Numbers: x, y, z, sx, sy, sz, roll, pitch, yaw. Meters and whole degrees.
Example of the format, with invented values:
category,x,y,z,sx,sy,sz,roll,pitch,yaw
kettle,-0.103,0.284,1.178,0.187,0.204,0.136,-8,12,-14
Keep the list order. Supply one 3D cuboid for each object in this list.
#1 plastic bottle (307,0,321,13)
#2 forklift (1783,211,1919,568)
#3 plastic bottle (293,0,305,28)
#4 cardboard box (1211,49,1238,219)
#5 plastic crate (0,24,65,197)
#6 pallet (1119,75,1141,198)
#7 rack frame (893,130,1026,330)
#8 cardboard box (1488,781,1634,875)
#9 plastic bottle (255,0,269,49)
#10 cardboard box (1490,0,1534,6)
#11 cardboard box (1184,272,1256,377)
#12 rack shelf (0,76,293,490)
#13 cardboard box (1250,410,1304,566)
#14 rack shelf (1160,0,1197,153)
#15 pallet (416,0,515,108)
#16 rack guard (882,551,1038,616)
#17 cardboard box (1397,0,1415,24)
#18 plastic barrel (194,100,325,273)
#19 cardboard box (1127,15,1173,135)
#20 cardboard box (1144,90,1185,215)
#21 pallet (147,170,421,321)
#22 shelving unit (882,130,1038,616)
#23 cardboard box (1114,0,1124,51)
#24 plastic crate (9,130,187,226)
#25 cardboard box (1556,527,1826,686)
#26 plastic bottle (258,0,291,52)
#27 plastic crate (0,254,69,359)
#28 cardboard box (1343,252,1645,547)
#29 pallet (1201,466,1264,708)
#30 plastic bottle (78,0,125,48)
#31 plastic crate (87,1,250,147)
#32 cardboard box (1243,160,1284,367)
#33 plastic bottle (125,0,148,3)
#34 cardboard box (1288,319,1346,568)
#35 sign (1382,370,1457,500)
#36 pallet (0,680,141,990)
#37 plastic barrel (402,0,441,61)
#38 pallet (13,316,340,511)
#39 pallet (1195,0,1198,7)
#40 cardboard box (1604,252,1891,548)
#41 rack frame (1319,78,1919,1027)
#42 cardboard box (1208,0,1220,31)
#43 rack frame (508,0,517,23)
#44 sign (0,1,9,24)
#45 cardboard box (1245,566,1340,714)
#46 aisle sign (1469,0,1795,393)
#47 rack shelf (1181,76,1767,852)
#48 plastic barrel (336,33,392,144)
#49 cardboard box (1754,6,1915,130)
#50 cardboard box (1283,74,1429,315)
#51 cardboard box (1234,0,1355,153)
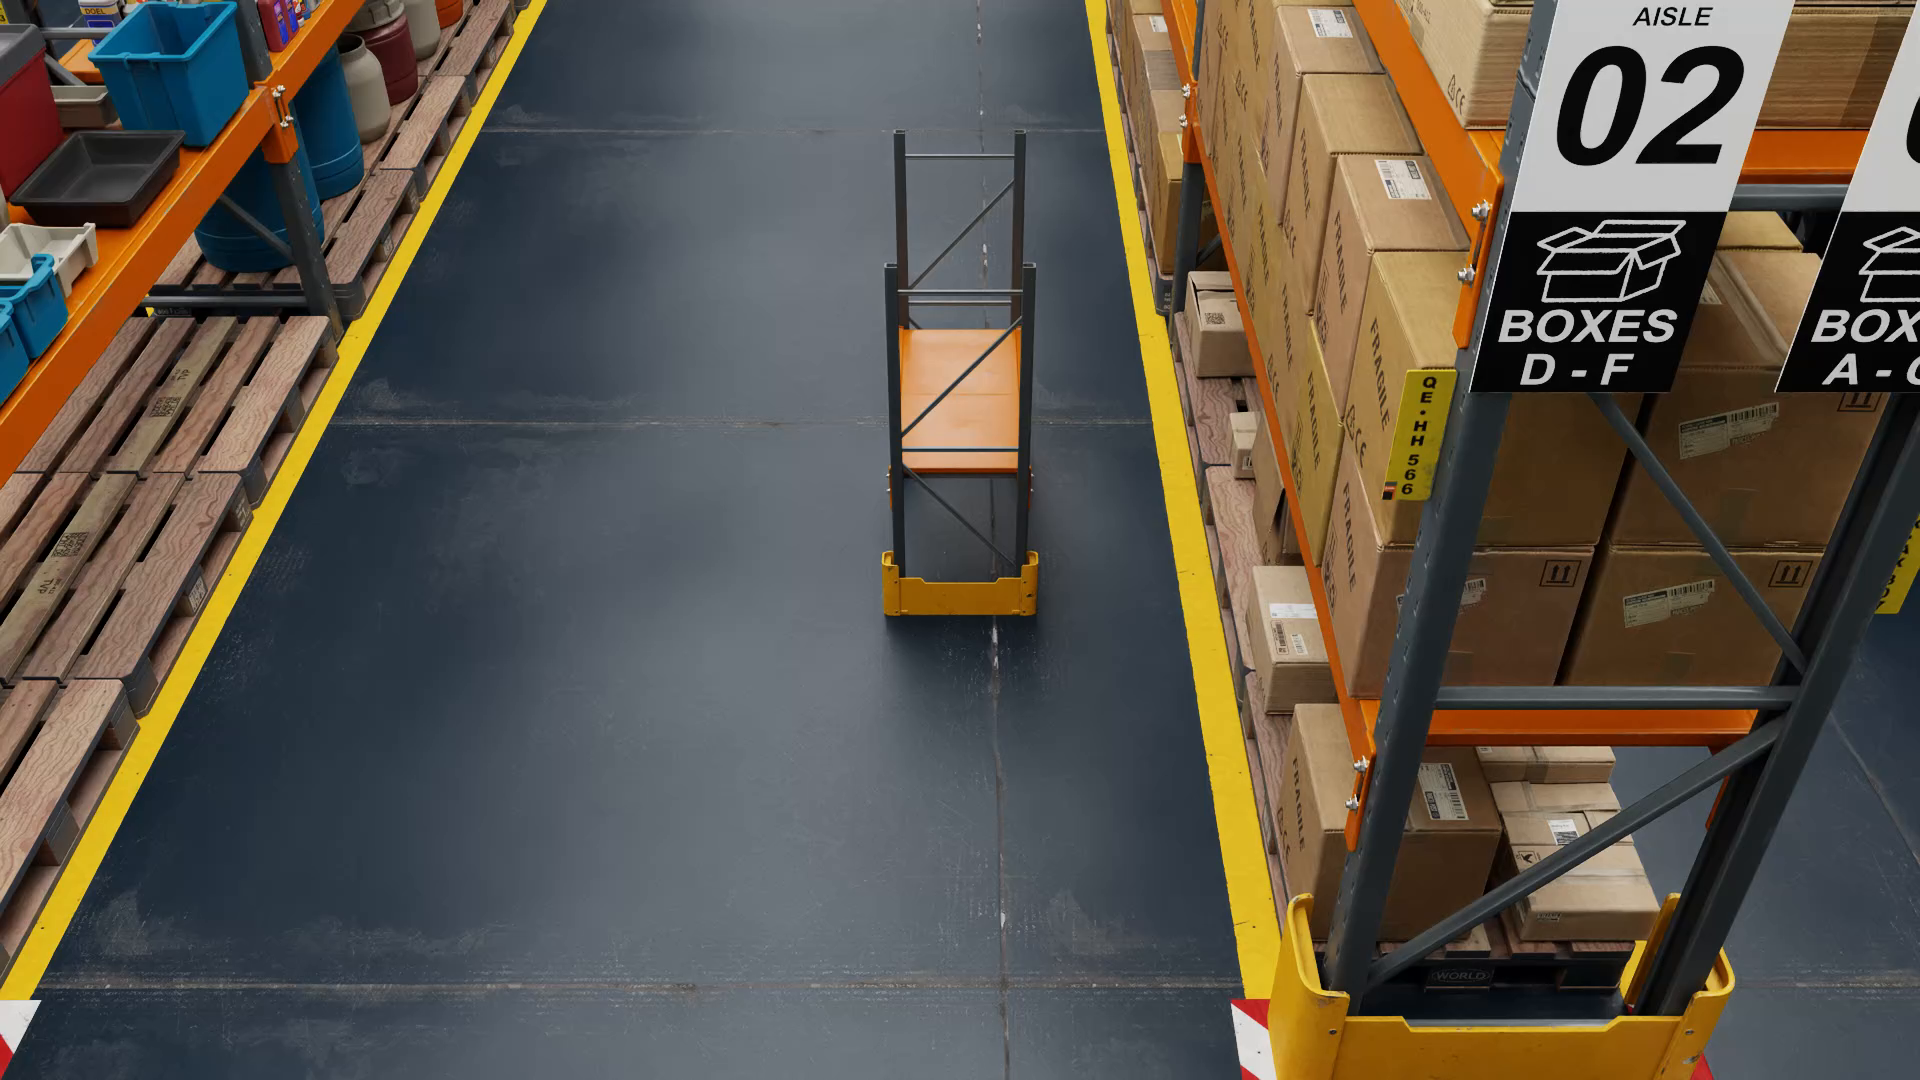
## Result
category,x,y,z,sx,sy,sz,roll,pitch,yaw
plastic bottle,-3.076,-2.596,7.690,0.152,0.276,0.135,0,39,0
forklift,4.210,-1.878,6.750,1.130,2.935,3.031,11,40,13
plastic bottle,-3.048,-2.434,7.547,0.097,0.201,0.097,0,39,0
cardboard box,1.230,-1.527,6.177,0.500,0.500,0.500,1,39,1
plastic crate,-3.705,-1.616,6.268,0.402,0.464,0.583,0,39,0
pallet,1.455,-2.312,9.467,1.003,0.211,1.213,0,39,0
rack frame,-0.001,-0.957,6.744,0.500,1.500,0.032,0,39,0
cardboard box,1.845,0.890,5.155,0.380,0.166,0.250,0,39,0
plastic bottle,-3.132,-2.352,7.326,0.144,0.351,0.185,0,39,0
cardboard box,1.247,-1.254,3.238,0.500,0.250,0.500,0,39,0
cardboard box,1.282,-0.987,7.381,0.500,0.311,0.500,0,39,0
rack shelf,-3.453,-0.595,5.668,1.077,0.370,4.000,0,39,0
cardboard box,1.505,-0.150,6.183,0.797,0.503,0.637,0,39,0
rack shelf,1.495,-3.097,8.791,1.077,0.370,4.000,0,39,0
pallet,-3.418,-3.046,10.382,1.003,0.211,1.213,0,39,0
rack guard,0.000,0.166,6.343,0.587,0.250,0.087,0,39,0
cardboard box,1.249,-1.372,3.784,0.500,0.250,0.500,0,39,0
plastic barrel,-3.439,-1.811,7.954,0.600,0.901,0.708,0,39,0
cardboard box,1.215,-2.573,9.209,0.500,0.500,0.500,-1,39,-2
cardboard box,1.218,-1.941,8.420,0.500,0.500,0.500,0,39,0
pallet,-3.415,-1.520,8.478,1.003,0.211,1.213,0,39,0
shelving unit,0.000,-0.633,6.340,0.587,1.500,1.083,0,39,0
cardboard box,1.214,-3.213,10.007,0.500,0.500,0.500,-1,39,-2
plastic crate,-3.186,-1.342,6.198,0.437,0.125,0.590,0,39,0
cardboard box,1.766,0.058,4.200,0.500,0.500,0.500,1,39,1
plastic bottle,-3.029,-2.310,7.327,0.061,0.283,0.133,0,39,0
plastic crate,-3.124,-0.748,5.371,0.416,0.233,0.300,0,39,0
cardboard box,1.227,-0.333,3.887,0.500,0.500,0.500,0,39,0
pallet,1.502,0.155,6.388,1.003,0.211,1.213,0,39,0
plastic bottle,-3.779,-2.324,7.350,0.152,0.276,0.135,0,39,0
plastic crate,-3.114,-1.851,6.626,0.392,0.384,0.575,0,39,0
cardboard box,1.230,-0.896,5.390,0.500,0.500,0.500,-1,39,-1
plastic bottle,-3.746,-2.451,7.568,0.097,0.201,0.097,0,39,0
cardboard box,1.226,-0.269,4.607,0.500,0.500,0.500,0,39,0
sign,0.947,-0.213,3.439,0.100,0.325,0.005,0,39,0
pallet,-3.413,0.948,5.398,1.003,0.211,1.213,0,39,0
plastic barrel,-3.353,-3.161,9.950,0.421,0.512,0.421,0,39,0
pallet,-3.416,-0.578,7.302,1.003,0.211,1.213,0,39,0
pallet,1.606,-2.552,7.689,1.003,0.211,1.213,0,39,0
cardboard box,1.766,-0.333,3.887,0.500,0.500,0.500,1,39,1
rack frame,1.502,0.374,3.884,1.000,3.000,0.127,0,39,0
cardboard box,1.217,-2.261,6.294,0.500,0.500,0.500,1,39,1
rack frame,-3.460,-4.627,10.126,1.000,3.000,0.127,0,39,0
sign,-4.006,-2.235,6.919,0.100,0.325,0.005,0,39,0
cardboard box,1.284,0.342,5.772,0.500,0.250,0.500,0,39,0
aisle sign,1.196,-0.597,3.018,0.394,0.787,0.004,0,39,0
rack shelf,1.500,-0.596,5.670,1.077,0.370,4.000,0,39,0
plastic barrel,-3.351,-2.455,9.069,0.421,0.512,0.421,0,39,0
cardboard box,1.756,-1.059,3.394,0.500,0.250,0.500,0,39,0
cardboard box,1.220,-0.973,4.686,0.500,0.500,0.500,1,39,1
cardboard box,1.218,-1.617,5.490,0.500,0.500,0.500,-1,39,-1
